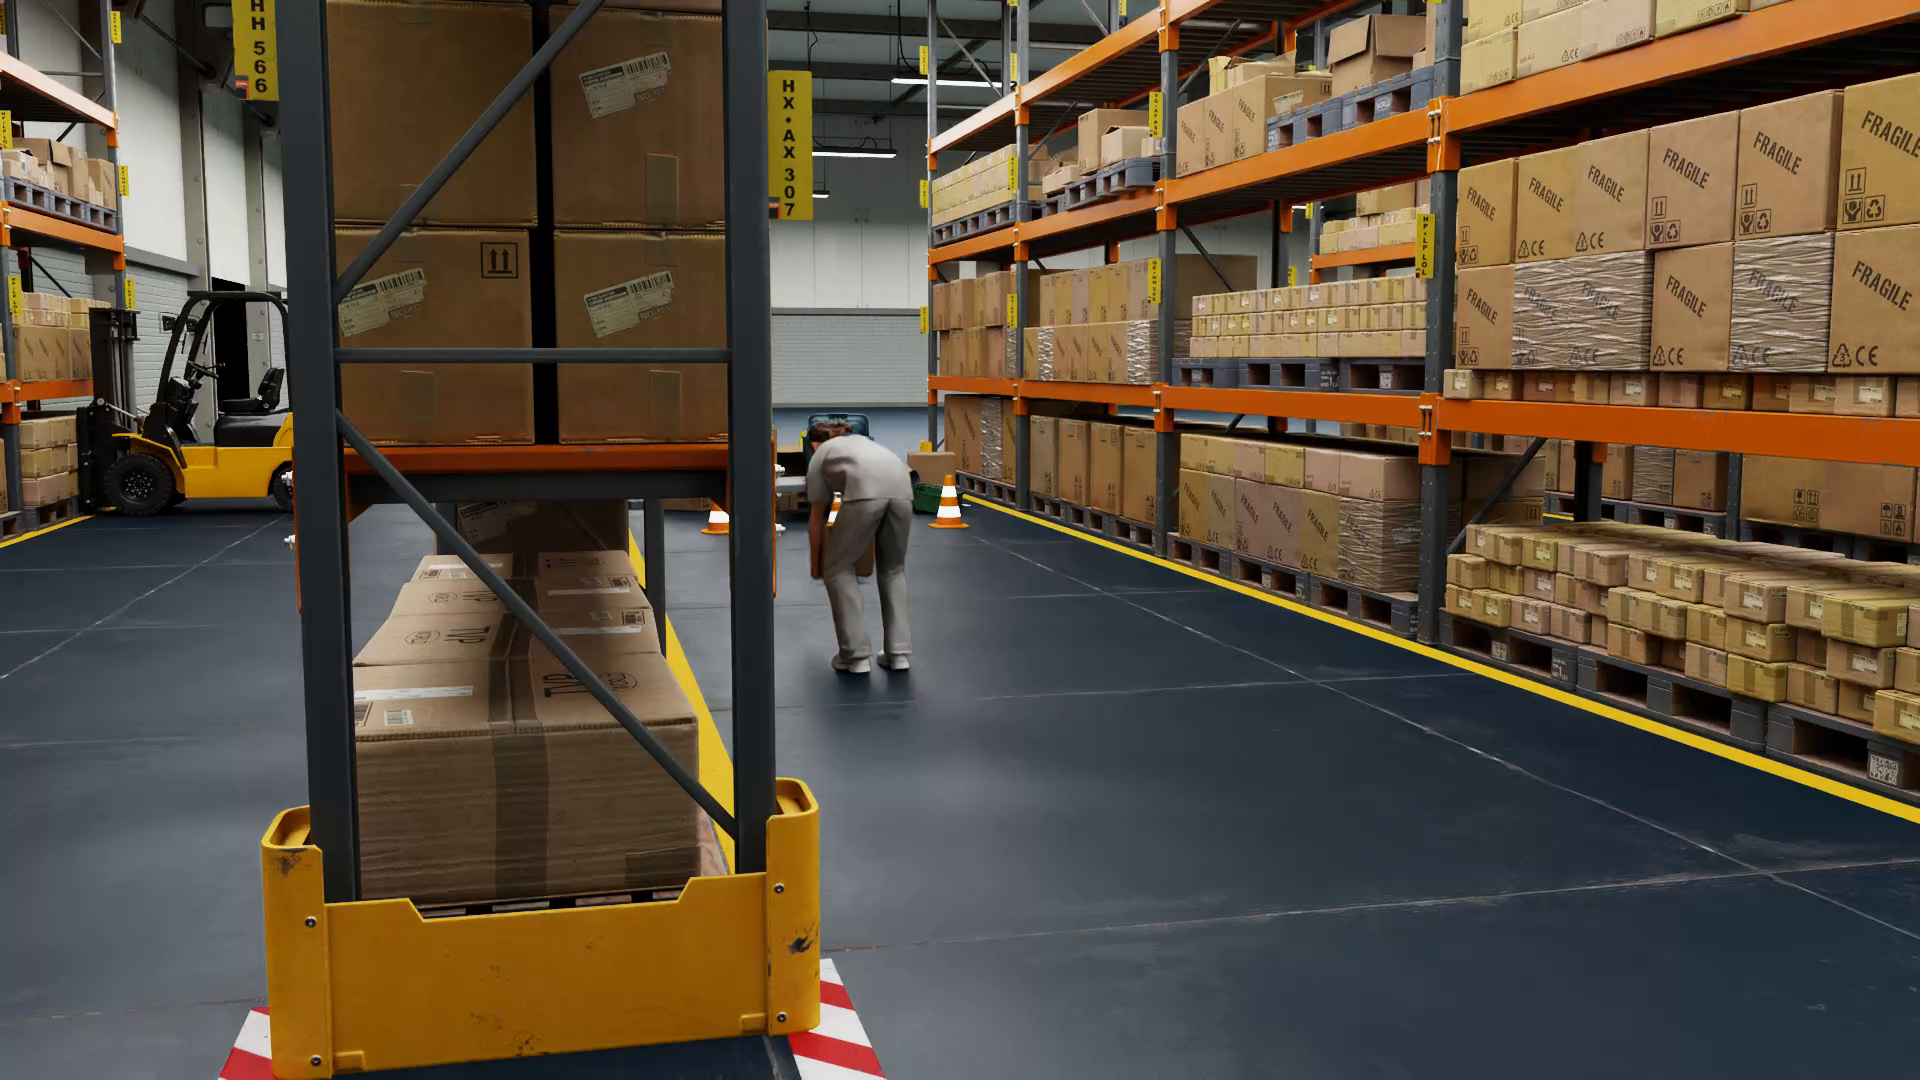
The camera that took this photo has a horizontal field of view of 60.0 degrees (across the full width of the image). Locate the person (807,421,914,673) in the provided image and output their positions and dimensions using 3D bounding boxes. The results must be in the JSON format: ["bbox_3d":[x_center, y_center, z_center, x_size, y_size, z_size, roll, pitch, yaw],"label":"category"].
[{"bbox_3d":[-0.532,0.012,8.240,0.417,1.202,0.853,-3,7,-29],"label":"person"}]
